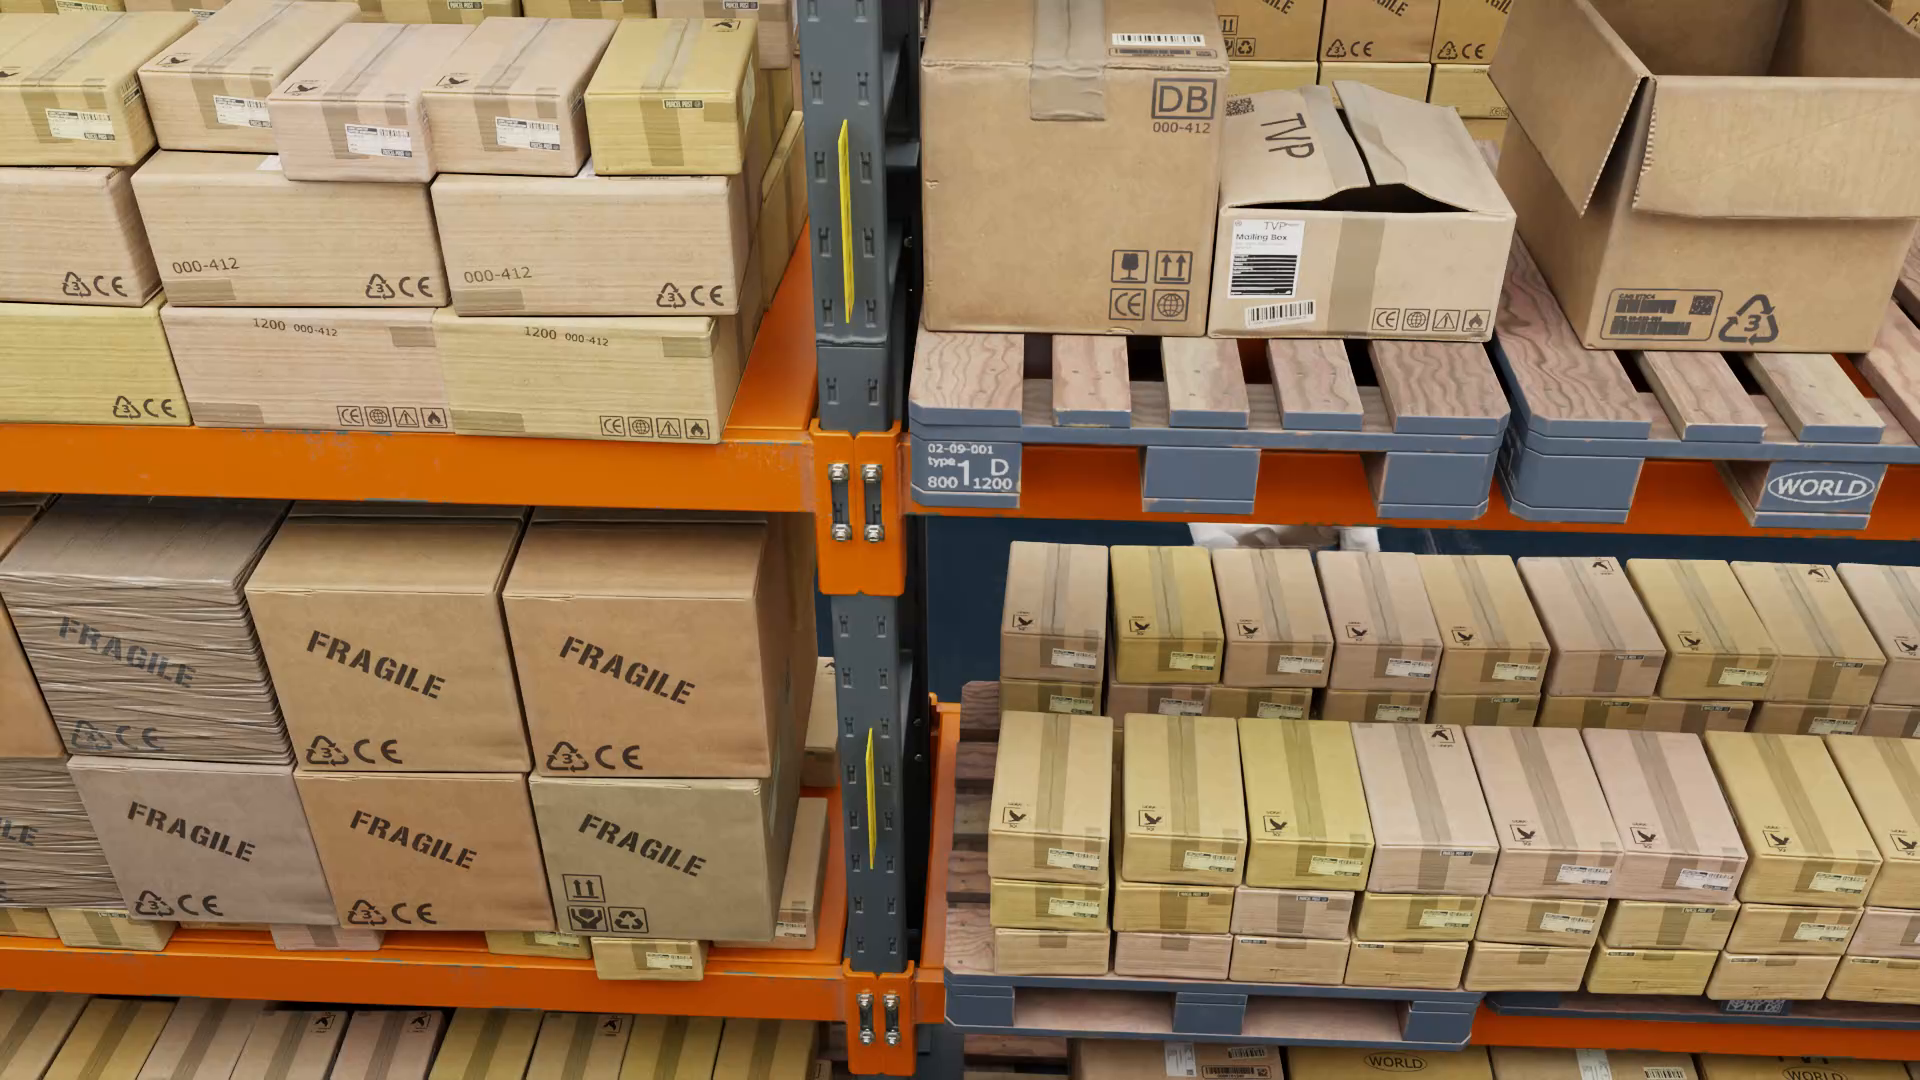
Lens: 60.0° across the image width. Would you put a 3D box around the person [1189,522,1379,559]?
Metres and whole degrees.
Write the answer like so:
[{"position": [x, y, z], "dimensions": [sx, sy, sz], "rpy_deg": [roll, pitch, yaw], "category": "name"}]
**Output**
[{"position": [1.362, 0.131, 6.494], "dimensions": [0.954, 1.123, 0.505], "rpy_deg": [0, 35, 0], "category": "person"}]
